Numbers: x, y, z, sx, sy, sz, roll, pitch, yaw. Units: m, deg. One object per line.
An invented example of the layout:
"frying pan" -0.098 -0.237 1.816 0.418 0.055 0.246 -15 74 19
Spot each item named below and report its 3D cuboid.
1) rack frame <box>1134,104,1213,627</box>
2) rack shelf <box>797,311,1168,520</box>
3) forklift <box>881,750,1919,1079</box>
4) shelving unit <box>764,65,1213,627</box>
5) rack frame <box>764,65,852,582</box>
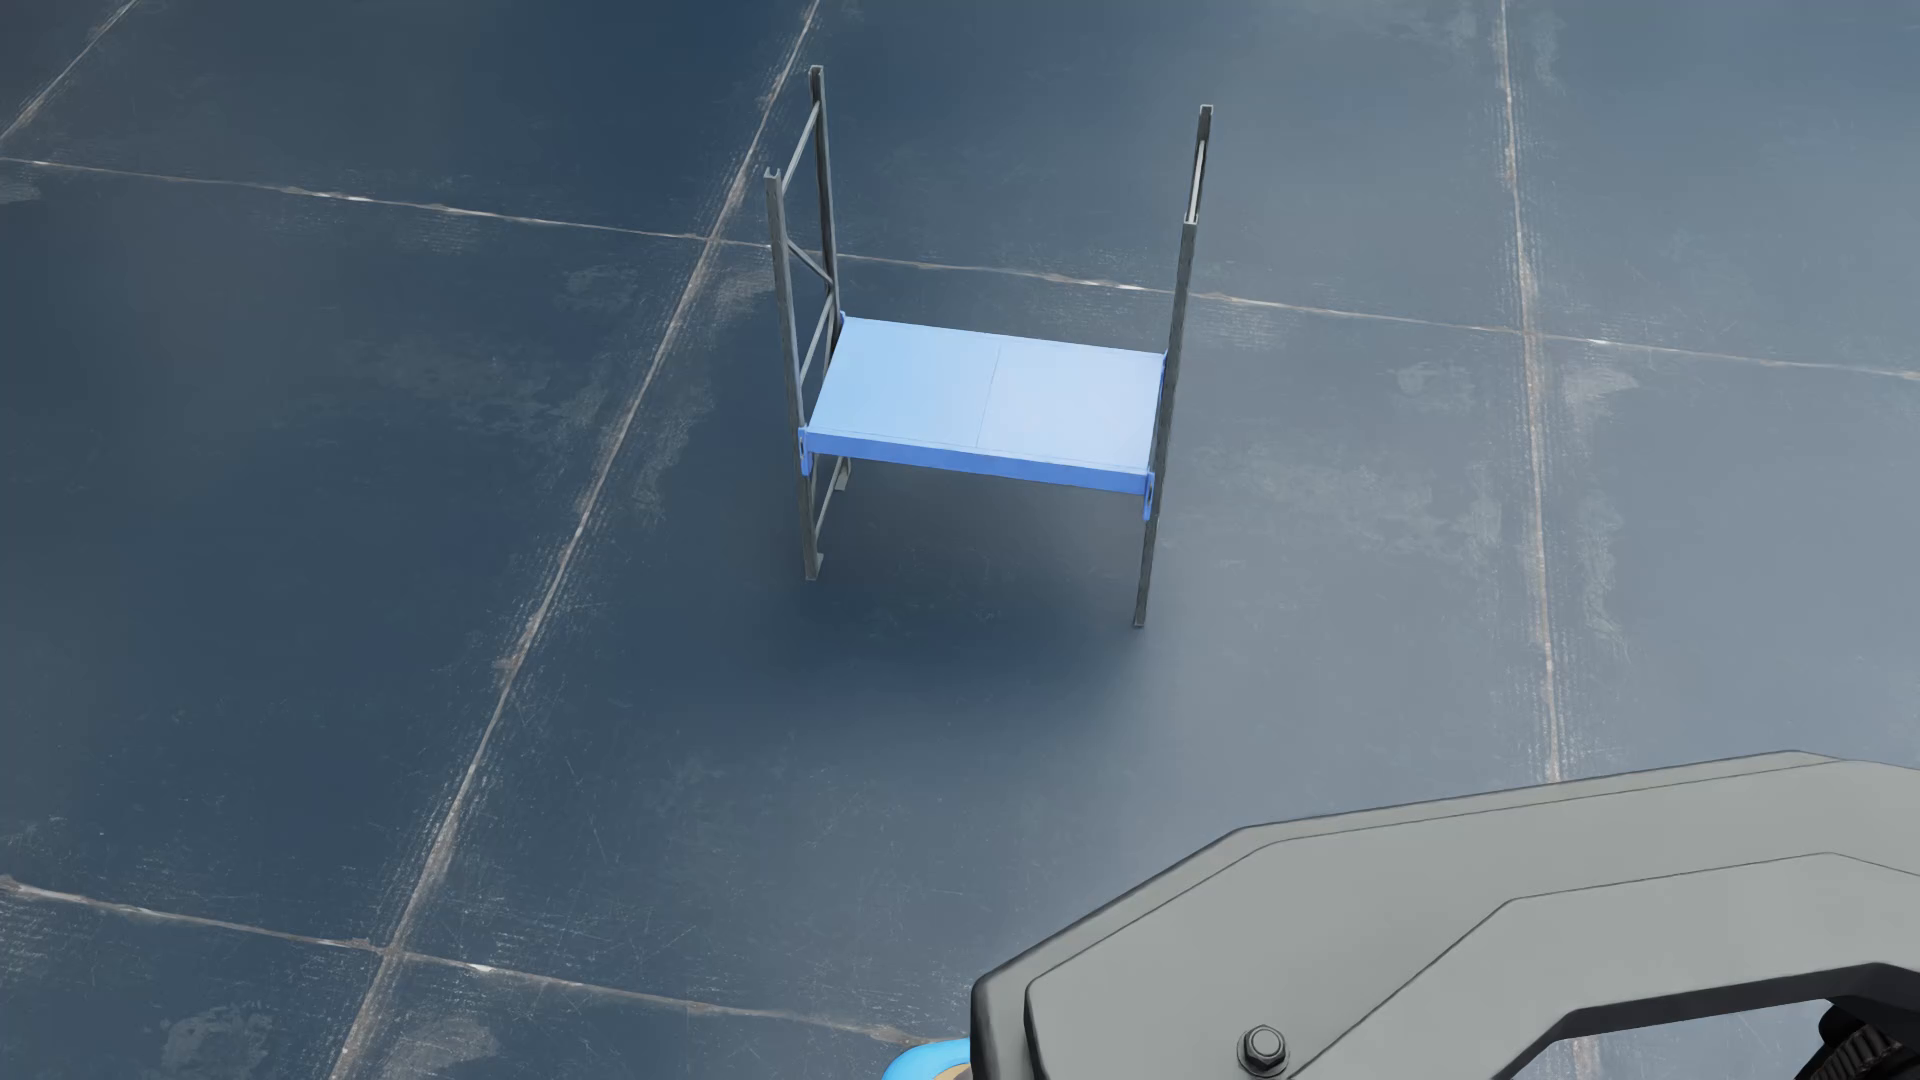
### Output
"rack frame" 0.584 -0.423 4.622 0.032 1.500 0.500 8 49 7
"rack shelf" 0.084 -0.370 4.816 1.000 0.185 0.538 8 49 7
"forklift" 0.579 1.686 1.764 1.130 2.935 3.031 -7 48 -6
"shelving unit" 0.084 -0.490 4.682 1.048 1.500 0.538 8 49 7
"rack frame" -0.416 -0.557 4.742 0.032 1.500 0.500 8 49 7
